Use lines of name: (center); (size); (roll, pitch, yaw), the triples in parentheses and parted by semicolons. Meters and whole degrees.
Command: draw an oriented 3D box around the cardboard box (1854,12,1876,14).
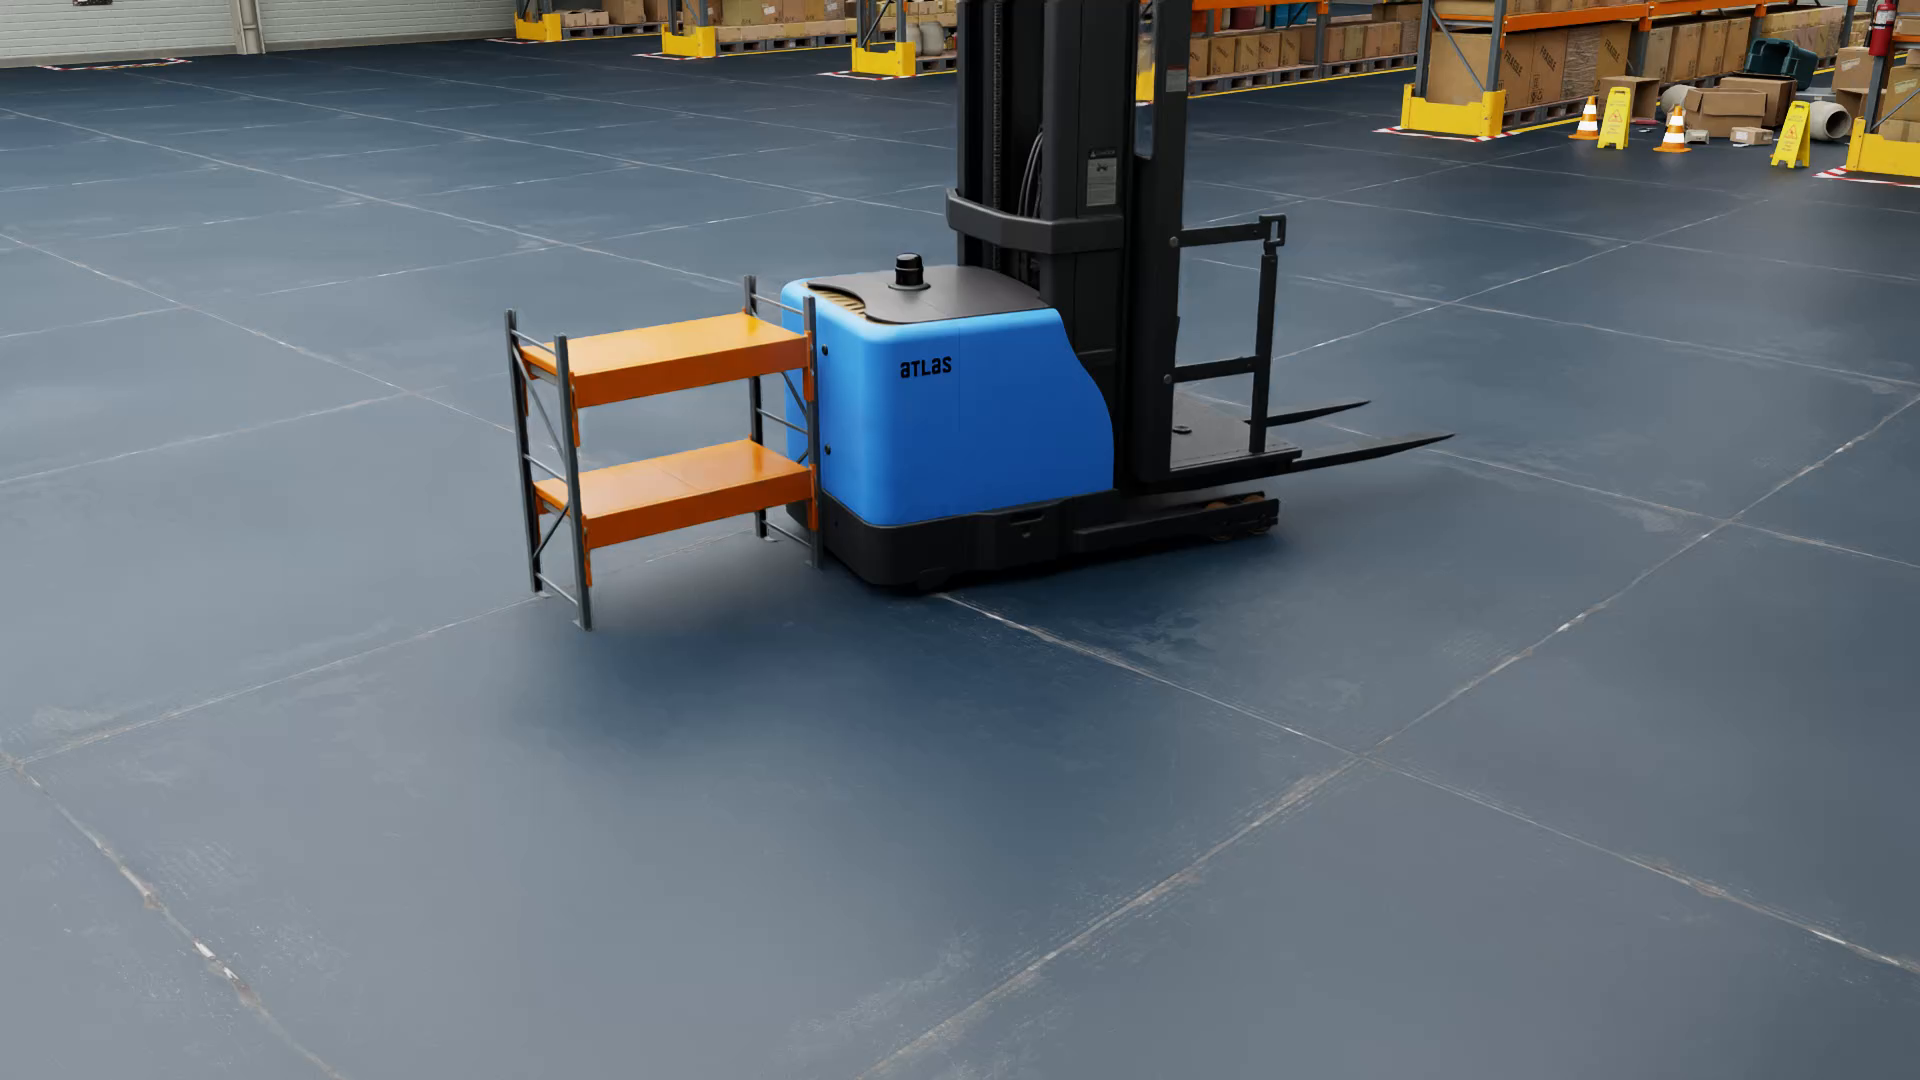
cardboard box: (16.358, -9.445, 30.025); (0.380, 0.149, 0.250); (18, 27, 38)

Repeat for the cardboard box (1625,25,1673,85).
cardboard box: (8.964, -6.595, 22.602); (1.050, 0.750, 0.750); (19, 28, 40)

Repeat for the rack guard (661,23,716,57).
rack guard: (-4.790, -8.813, 29.307); (1.175, 0.500, 0.348); (19, 28, 41)

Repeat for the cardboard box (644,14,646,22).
cardboard box: (-6.665, -10.722, 34.149); (0.380, 0.149, 0.250); (17, 27, 36)

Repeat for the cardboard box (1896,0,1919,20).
cardboard box: (9.604, -5.420, 16.440); (0.500, 0.500, 0.500); (19, 28, 40)

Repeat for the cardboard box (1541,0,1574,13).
cardboard box: (6.880, -6.675, 20.050); (0.875, 0.550, 0.550); (19, 28, 41)

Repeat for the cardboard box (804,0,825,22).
cardboard box: (-2.853, -9.848, 30.718); (0.500, 0.500, 0.500); (19, 28, 41)

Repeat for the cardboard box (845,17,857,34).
cardboard box: (-2.150, -9.753, 31.516); (0.500, 0.250, 0.500); (19, 28, 41)

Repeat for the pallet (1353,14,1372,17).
pallet: (9.332, -11.355, 36.322); (1.003, 0.211, 1.213); (19, 28, 41)

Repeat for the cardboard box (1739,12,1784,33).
cardboard box: (12.041, -7.791, 25.017); (0.500, 0.250, 0.500); (18, 27, 38)

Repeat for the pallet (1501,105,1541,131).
pallet: (6.307, -5.162, 20.211); (1.003, 0.211, 1.213); (19, 28, 41)

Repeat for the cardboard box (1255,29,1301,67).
cardboard box: (4.805, -7.471, 25.229); (0.500, 0.500, 0.500); (18, 28, 39)

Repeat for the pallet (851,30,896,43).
pallet: (-1.497, -9.912, 32.569); (1.003, 0.211, 1.213); (19, 28, 41)

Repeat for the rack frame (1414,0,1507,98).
rack frame: (5.805, -6.239, 19.125); (1.000, 3.000, 0.127); (19, 28, 41)

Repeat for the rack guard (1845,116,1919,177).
rack guard: (9.475, -3.878, 16.468); (1.175, 0.500, 0.348); (19, 28, 41)

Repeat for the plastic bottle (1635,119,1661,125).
plastic bottle: (8.359, -5.076, 20.196); (0.283, 0.061, 0.133); (9, 23, 23)

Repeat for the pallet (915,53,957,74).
pallet: (-0.637, -7.683, 26.769); (1.003, 0.211, 1.213); (19, 28, 41)

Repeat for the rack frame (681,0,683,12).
rack frame: (-5.534, -12.253, 34.773); (1.000, 3.000, 0.127); (19, 28, 41)

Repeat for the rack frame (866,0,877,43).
rack frame: (-1.983, -11.014, 31.550); (1.000, 3.000, 0.127); (19, 28, 41)

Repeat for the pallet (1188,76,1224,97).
pallet: (2.967, -6.424, 23.493); (1.003, 0.211, 1.213); (19, 28, 41)

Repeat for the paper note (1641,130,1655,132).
paper note: (8.086, -4.819, 19.573); (0.142, 0.017, 0.144); (-10, 23, -24)

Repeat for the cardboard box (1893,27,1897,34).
cardboard box: (16.090, -8.878, 28.966); (0.250, 0.149, 0.380); (-20, 28, -41)

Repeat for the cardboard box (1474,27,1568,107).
cardboard box: (6.843, -5.860, 20.517); (0.875, 0.875, 0.875); (19, 28, 40)

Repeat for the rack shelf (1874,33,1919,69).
rack shelf: (10.818, -5.204, 17.436); (1.077, 0.370, 4.000); (19, 28, 41)

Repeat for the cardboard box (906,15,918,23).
cardboard box: (-1.166, -10.100, 32.418); (0.500, 0.250, 0.500); (-19, 28, -41)

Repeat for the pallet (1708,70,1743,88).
pallet: (10.782, -6.810, 24.497); (1.003, 0.211, 1.213); (19, 28, 41)

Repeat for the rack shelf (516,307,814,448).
rack shelf: (-1.122, -0.639, 6.354); (1.000, 0.278, 0.538); (-15, 26, -34)

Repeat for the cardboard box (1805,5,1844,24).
cardboard box: (13.838, -8.448, 26.726); (0.500, 0.250, 0.500); (18, 28, 39)

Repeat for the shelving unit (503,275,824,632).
shelving unit: (-1.122, -0.366, 6.459); (1.048, 1.125, 0.538); (-15, 26, -34)

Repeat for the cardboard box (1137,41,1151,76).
cardboard box: (2.770, -6.691, 23.202); (0.500, 0.500, 0.500); (-14, 25, -32)

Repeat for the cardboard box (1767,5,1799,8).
cardboard box: (13.102, -8.441, 26.709); (0.500, 0.250, 0.500); (-19, 28, -41)

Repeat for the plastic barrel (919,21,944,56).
plastic barrel: (-0.473, -8.097, 26.843); (0.421, 0.512, 0.421); (0, 21, 0)

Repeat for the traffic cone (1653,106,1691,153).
traffic cone: (7.766, -4.465, 18.047); (0.336, 0.463, 0.334); (19, 28, 41)

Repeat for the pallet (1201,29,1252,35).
pallet: (4.874, -9.713, 32.052); (1.003, 0.211, 1.213); (19, 28, 41)

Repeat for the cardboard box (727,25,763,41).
cardboard box: (-3.893, -9.110, 29.844); (0.500, 0.250, 0.500); (19, 28, 41)

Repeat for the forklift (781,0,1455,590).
forklift: (0.800, -1.520, 6.945); (3.031, 2.935, 1.130); (-10, 23, -24)

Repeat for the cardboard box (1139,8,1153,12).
cardboard box: (4.046, -12.075, 37.444); (0.500, 0.311, 0.500); (19, 28, 41)

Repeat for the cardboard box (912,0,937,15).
cardboard box: (-0.803, -10.493, 32.660); (0.500, 0.311, 0.500); (18, 27, 39)

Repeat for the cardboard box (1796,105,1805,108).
cardboard box: (10.107, -5.105, 19.987); (0.258, 0.266, 0.396); (2, 21, 4)

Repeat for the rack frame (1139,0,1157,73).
rack frame: (2.322, -7.506, 22.422); (1.000, 3.000, 0.127); (19, 28, 41)

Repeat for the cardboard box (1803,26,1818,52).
cardboard box: (13.122, -7.837, 26.181); (0.500, 0.500, 0.500); (18, 28, 40)

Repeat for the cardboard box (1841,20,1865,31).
cardboard box: (14.941, -8.636, 27.922); (0.380, 0.149, 0.250); (19, 28, 40)

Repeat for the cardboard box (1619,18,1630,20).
cardboard box: (12.460, -10.405, 32.340); (0.875, 0.875, 0.875); (19, 28, 41)

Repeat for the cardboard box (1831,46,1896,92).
cardboard box: (10.916, -5.678, 20.096); (0.500, 0.500, 0.500); (19, 28, 41)

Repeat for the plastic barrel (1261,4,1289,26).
plastic barrel: (6.259, -10.729, 33.147); (0.600, 0.901, 0.708); (19, 28, 41)

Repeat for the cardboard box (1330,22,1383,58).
cardboard box: (6.292, -7.987, 26.544); (0.700, 0.500, 0.500); (16, 26, 36)
